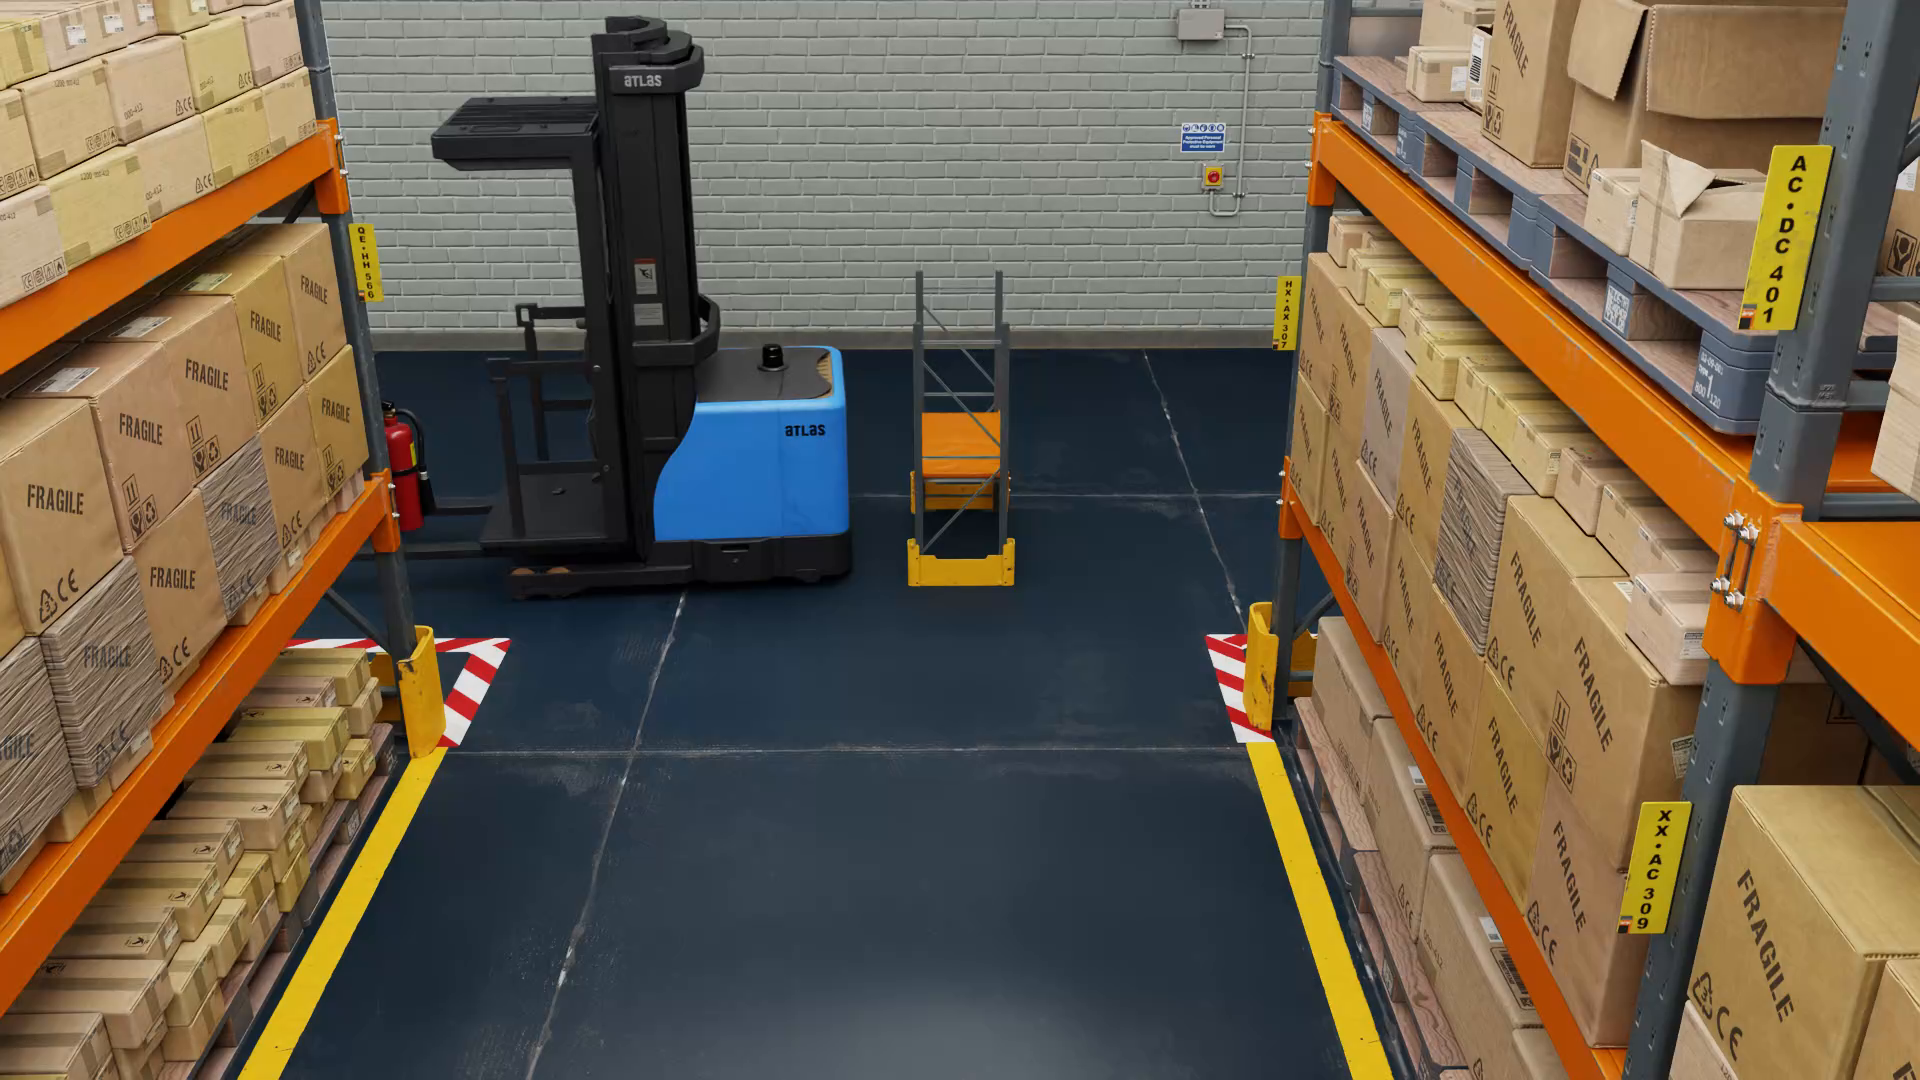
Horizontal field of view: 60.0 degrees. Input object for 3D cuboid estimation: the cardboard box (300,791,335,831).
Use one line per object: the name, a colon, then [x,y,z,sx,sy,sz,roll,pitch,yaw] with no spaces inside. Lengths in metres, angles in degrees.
cardboard box: [-2.762,1.064,6.706,0.380,0.149,0.250,0,24,-1]

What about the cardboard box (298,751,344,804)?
cardboard box: [-2.699,0.928,6.646,0.380,0.149,0.250,-1,24,-3]

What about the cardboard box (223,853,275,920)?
cardboard box: [-2.696,1.248,5.941,0.380,0.149,0.250,1,24,2]

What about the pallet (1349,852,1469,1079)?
pallet: [2.049,1.563,6.037,1.003,0.211,1.213,0,24,-1]

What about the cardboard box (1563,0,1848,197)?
cardboard box: [1.948,-1.096,4.137,0.797,0.503,0.637,2,24,4]

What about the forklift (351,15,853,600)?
forklift: [-2.143,-1.240,8.935,3.031,2.935,1.130,-2,24,-5]

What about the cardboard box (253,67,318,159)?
cardboard box: [-2.728,-1.586,6.159,0.500,0.250,0.500,-1,24,-2]

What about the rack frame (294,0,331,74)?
rack frame: [-2.997,-3.207,5.922,1.000,3.000,0.127,0,24,-1]

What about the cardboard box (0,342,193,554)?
cardboard box: [-2.714,-0.282,5.038,0.500,0.500,0.500,-1,24,-2]

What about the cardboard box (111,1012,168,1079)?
cardboard box: [-2.748,1.567,5.235,0.380,0.149,0.250,1,24,2]

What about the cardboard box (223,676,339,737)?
cardboard box: [-2.793,0.683,6.827,0.380,0.149,0.250,0,24,0]

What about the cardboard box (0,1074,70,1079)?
cardboard box: [-2.746,1.650,4.689,0.380,0.149,0.250,-1,24,-1]

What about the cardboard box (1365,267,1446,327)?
cardboard box: [1.662,-0.863,5.897,0.380,0.149,0.250,-1,24,-2]

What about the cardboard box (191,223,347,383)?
cardboard box: [-2.743,-0.923,6.455,0.500,0.500,0.500,-1,24,-2]

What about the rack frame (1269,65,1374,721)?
rack frame: [1.952,-0.538,7.299,1.000,3.000,0.127,0,24,-1]

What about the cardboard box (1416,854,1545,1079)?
cardboard box: [2.085,1.458,5.485,0.875,0.438,0.875,-1,24,-2]

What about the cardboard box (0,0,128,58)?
cardboard box: [-2.717,-1.518,4.918,0.380,0.149,0.250,0,24,1]

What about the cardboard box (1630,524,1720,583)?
cardboard box: [1.779,0.079,3.813,0.380,0.149,0.250,0,24,1]

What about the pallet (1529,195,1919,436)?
pallet: [1.997,-0.553,3.800,1.003,0.211,1.213,0,24,-1]

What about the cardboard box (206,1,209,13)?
cardboard box: [-2.791,-1.838,5.626,0.380,0.149,0.250,-1,24,-2]

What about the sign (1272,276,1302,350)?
sign: [1.396,-0.968,7.104,0.100,0.325,0.005,0,24,-1]

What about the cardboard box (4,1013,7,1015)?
cardboard box: [-3.221,1.477,5.433,0.380,0.149,0.250,-1,24,-3]

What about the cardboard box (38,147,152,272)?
cardboard box: [-2.697,-0.952,4.758,0.500,0.250,0.500,1,24,2]

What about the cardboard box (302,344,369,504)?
cardboard box: [-2.735,-0.471,6.669,0.500,0.500,0.500,0,24,1]

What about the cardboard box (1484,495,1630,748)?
cardboard box: [1.716,0.207,4.318,0.500,0.500,0.500,-1,24,-1]

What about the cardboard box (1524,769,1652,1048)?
cardboard box: [1.734,0.875,4.054,0.500,0.500,0.500,0,24,0]

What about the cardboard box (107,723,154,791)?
cardboard box: [-2.692,0.628,5.026,0.380,0.149,0.250,1,24,2]

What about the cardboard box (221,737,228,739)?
cardboard box: [-3.312,0.851,7.178,0.380,0.149,0.250,0,24,1]

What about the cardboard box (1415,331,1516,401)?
cardboard box: [1.653,-0.548,5.199,0.380,0.149,0.250,-1,24,-2]

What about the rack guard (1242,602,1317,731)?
rack guard: [1.951,0.591,7.836,1.175,0.500,0.348,0,24,-1]

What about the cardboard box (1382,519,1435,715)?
cardboard box: [1.713,0.240,5.458,0.500,0.500,0.500,1,24,1]

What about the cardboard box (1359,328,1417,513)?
cardboard box: [1.698,-0.415,5.693,0.500,0.500,0.500,0,24,-1]

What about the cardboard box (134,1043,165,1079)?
cardboard box: [-2.784,1.704,5.293,0.380,0.149,0.250,-1,24,-3]

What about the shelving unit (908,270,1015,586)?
shelving unit: [0.001,-0.652,9.371,0.587,1.500,1.083,0,24,-1]

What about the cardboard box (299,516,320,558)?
cardboard box: [-2.728,-0.020,6.460,0.380,0.149,0.250,0,24,-1]

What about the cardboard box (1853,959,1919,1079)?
cardboard box: [1.746,1.001,2.561,0.500,0.500,0.500,0,24,-1]

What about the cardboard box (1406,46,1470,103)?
cardboard box: [1.733,-1.578,5.632,0.380,0.149,0.250,1,24,1]

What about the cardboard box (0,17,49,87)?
cardboard box: [-2.697,-1.304,4.445,0.380,0.149,0.250,-1,24,-2]

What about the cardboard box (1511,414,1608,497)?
cardboard box: [1.727,-0.231,4.499,0.380,0.149,0.250,0,24,-1]

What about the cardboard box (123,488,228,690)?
cardboard box: [-2.724,0.156,5.284,0.500,0.500,0.500,1,24,2]

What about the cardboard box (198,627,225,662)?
cardboard box: [-2.785,0.305,5.741,0.380,0.149,0.250,-1,24,-3]

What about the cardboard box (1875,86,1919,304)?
cardboard box: [2.199,-0.782,3.447,0.500,0.500,0.500,0,24,0]

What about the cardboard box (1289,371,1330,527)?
cardboard box: [1.670,-0.384,6.838,0.500,0.500,0.500,0,24,-1]

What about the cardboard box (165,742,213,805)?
cardboard box: [-3.210,0.929,6.645,0.380,0.149,0.250,0,24,0]

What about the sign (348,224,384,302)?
sign: [-2.442,-1.140,6.841,0.100,0.325,0.005,0,24,-1]

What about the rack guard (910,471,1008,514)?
rack guard: [-0.005,-0.288,10.083,0.587,0.250,0.087,0,24,-1]

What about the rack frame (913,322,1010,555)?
rack frame: [0.006,-0.439,8.900,0.500,1.500,0.032,0,24,-1]

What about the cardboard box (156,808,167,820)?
cardboard box: [-3.324,1.167,6.480,0.380,0.149,0.250,0,24,0]

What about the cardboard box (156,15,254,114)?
cardboard box: [-2.731,-1.601,5.585,0.500,0.250,0.500,-1,24,-2]

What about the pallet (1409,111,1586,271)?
pallet: [1.986,-1.054,4.909,1.003,0.211,1.213,0,24,-1]

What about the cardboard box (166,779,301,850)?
cardboard box: [-2.665,1.007,6.111,0.380,0.149,0.250,1,24,1]

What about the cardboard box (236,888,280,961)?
cardboard box: [-2.698,1.384,6.001,0.380,0.149,0.250,0,24,0]

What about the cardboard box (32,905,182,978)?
cardboard box: [-2.778,1.326,5.407,0.380,0.149,0.250,-1,24,-3]

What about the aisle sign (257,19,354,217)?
aisle sign: [-2.698,-1.690,6.692,0.394,0.787,0.004,0,24,-1]

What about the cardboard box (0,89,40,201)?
cardboard box: [-2.711,-0.964,4.177,0.500,0.250,0.500,0,24,0]

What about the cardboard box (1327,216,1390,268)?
cardboard box: [1.679,-1.187,6.613,0.380,0.149,0.250,0,24,1]

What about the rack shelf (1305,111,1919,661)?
rack shelf: [1.973,-0.753,5.007,1.077,0.370,4.000,0,24,-1]
